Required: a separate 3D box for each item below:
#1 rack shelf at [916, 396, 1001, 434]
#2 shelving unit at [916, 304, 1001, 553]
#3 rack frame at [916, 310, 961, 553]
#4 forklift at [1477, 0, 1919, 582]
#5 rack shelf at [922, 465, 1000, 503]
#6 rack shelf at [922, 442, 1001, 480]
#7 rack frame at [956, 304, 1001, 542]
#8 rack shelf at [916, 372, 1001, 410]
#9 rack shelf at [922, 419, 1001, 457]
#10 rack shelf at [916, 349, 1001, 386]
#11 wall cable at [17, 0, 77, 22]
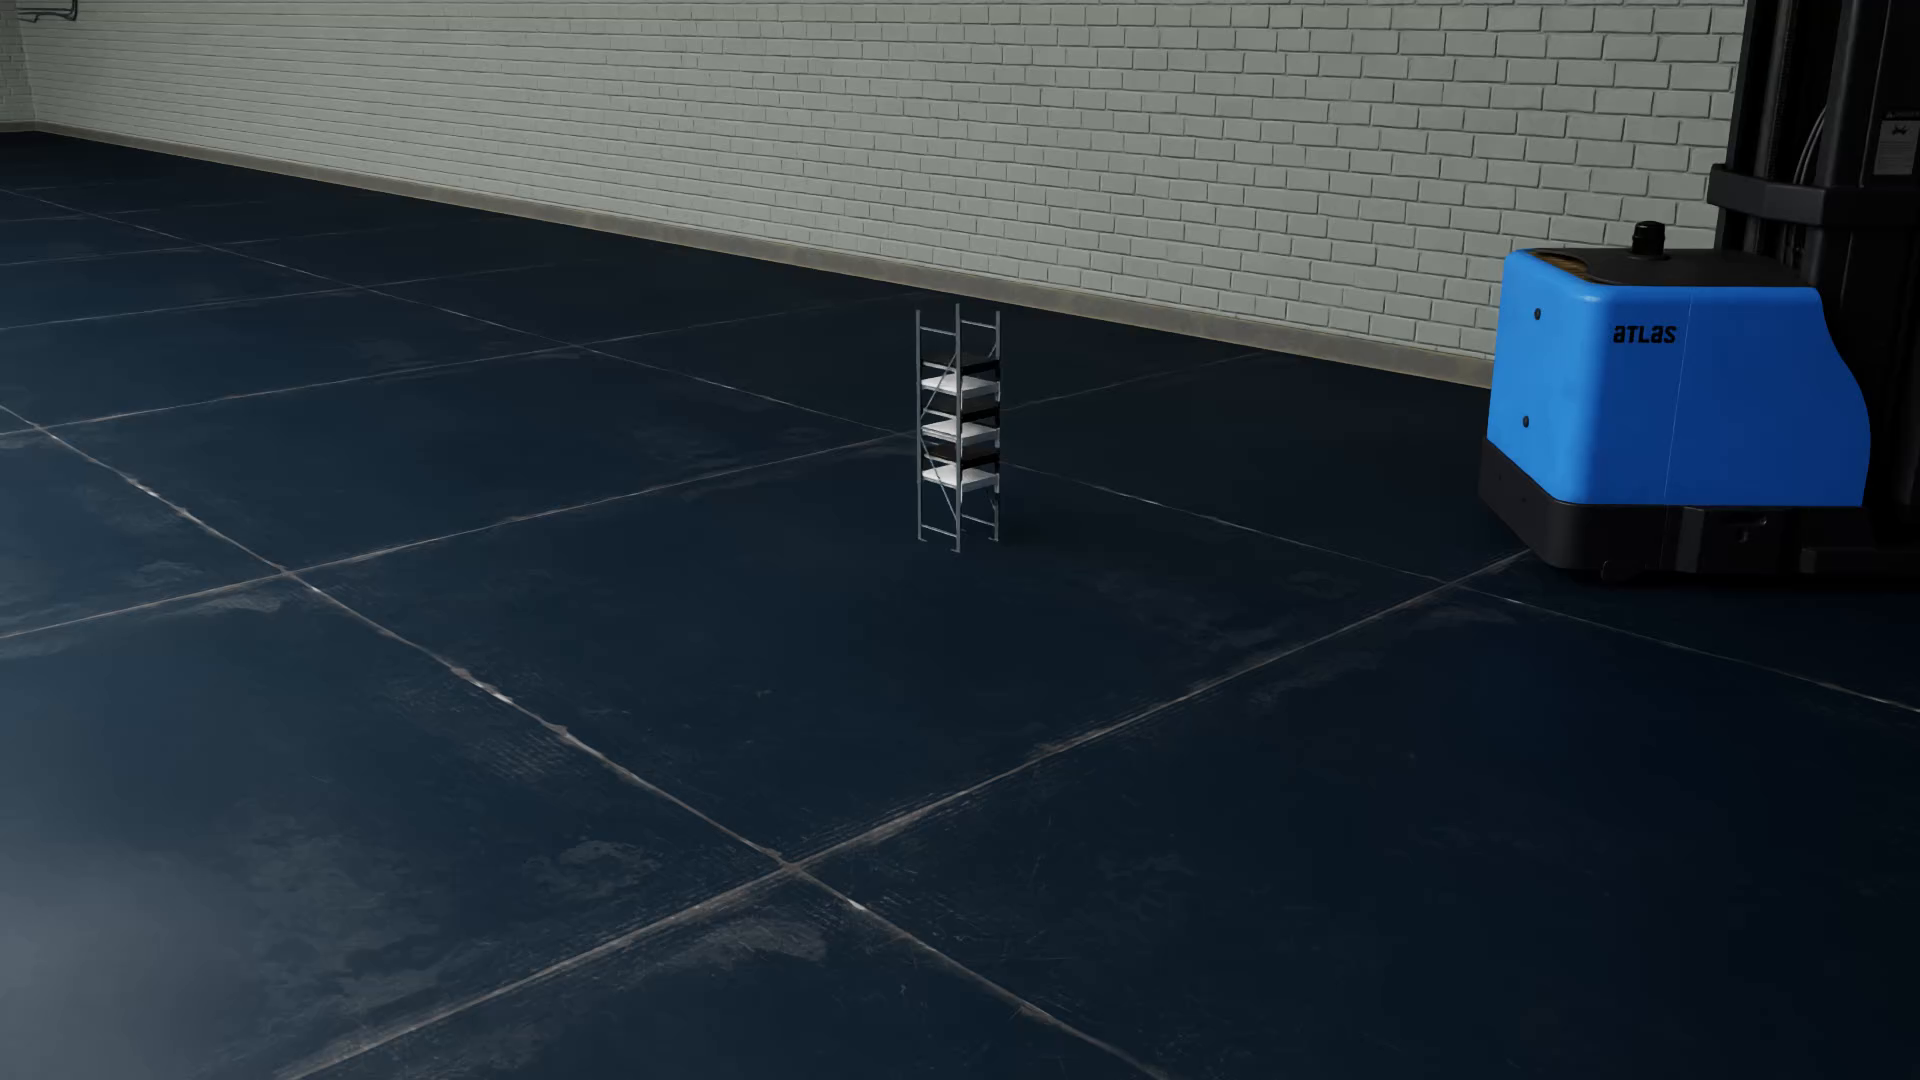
[{"bbox_3d":[-0.006,-0.480,6.323,0.200,0.077,0.258,-16,24,-41],"label":"rack shelf"},{"bbox_3d":[-0.006,-0.426,6.341,0.210,0.900,0.258,-16,24,-41],"label":"shelving unit"},{"bbox_3d":[-0.080,-0.405,6.274,0.006,0.900,0.240,-16,24,-41],"label":"rack frame"},{"bbox_3d":[3.630,-1.370,5.957,3.031,2.935,1.130,0,18,1],"label":"forklift"},{"bbox_3d":[-0.006,-0.223,6.406,0.200,0.077,0.258,-16,24,-41],"label":"rack shelf"},{"bbox_3d":[-0.006,-0.309,6.379,0.200,0.077,0.258,-16,24,-41],"label":"rack shelf"},{"bbox_3d":[0.068,-0.448,6.407,0.006,0.900,0.240,-16,24,-41],"label":"rack frame"},{"bbox_3d":[-0.006,-0.566,6.295,0.200,0.077,0.258,-16,24,-41],"label":"rack shelf"},{"bbox_3d":[-0.006,-0.395,6.351,0.200,0.077,0.258,-16,24,-41],"label":"rack shelf"},{"bbox_3d":[-0.006,-0.651,6.268,0.200,0.077,0.258,-16,24,-41],"label":"rack shelf"},{"bbox_3d":[-13.951,-9.095,24.981,0.112,2.526,3.097,-16,24,-41],"label":"wall cable"}]
